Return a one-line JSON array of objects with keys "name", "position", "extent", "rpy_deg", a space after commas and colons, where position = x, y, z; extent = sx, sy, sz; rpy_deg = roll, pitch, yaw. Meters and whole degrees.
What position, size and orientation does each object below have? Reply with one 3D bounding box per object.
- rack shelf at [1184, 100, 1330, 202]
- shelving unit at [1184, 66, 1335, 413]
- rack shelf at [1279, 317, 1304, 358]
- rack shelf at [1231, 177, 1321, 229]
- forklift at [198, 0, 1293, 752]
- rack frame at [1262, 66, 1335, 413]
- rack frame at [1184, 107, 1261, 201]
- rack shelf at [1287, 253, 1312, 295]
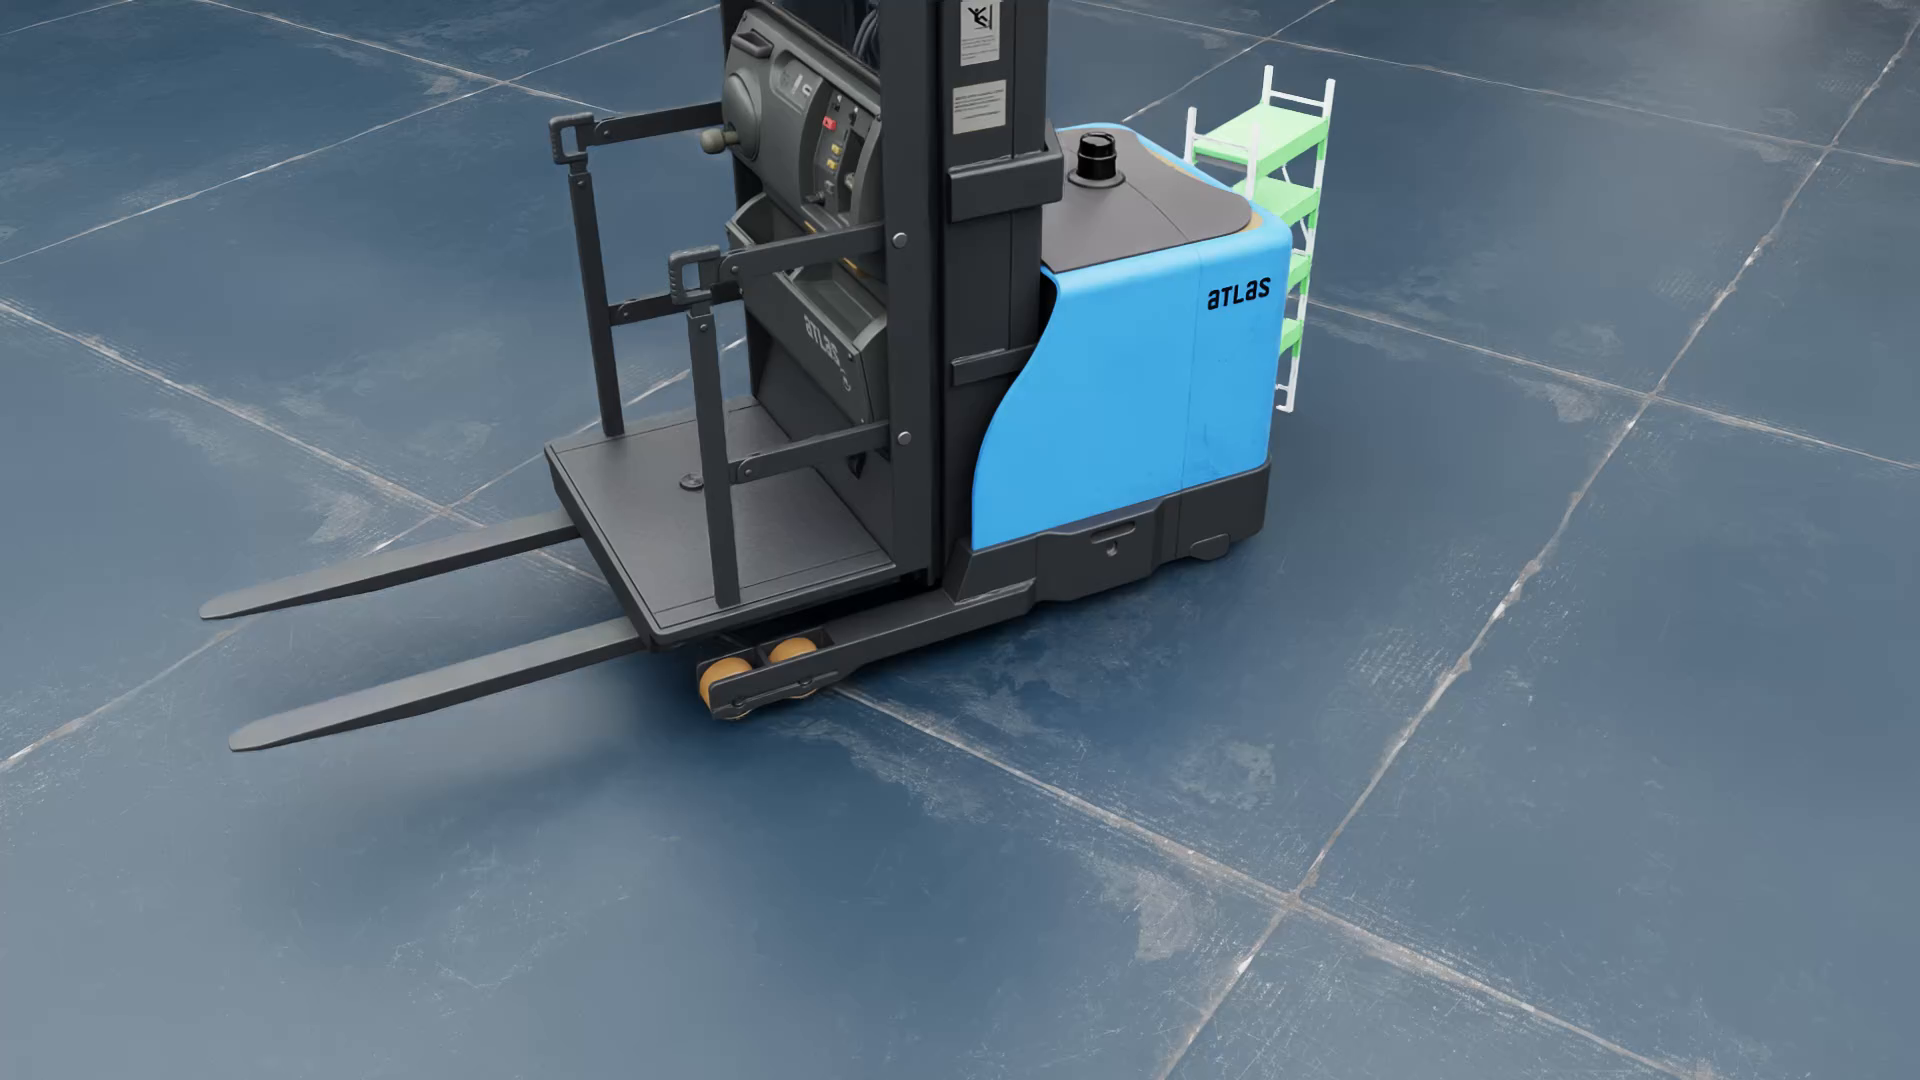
[{"name": "rack shelf", "position": [0.939, -1.229, 5.254], "extent": [0.258, 0.148, 0.480], "rpy_deg": [23, 40, 30]}, {"name": "shelving unit", "position": [0.939, -0.884, 5.487], "extent": [0.258, 1.200, 0.503], "rpy_deg": [23, 40, 30]}, {"name": "rack shelf", "position": [0.939, -0.633, 5.657], "extent": [0.258, 0.148, 0.480], "rpy_deg": [23, 40, 30]}, {"name": "rack shelf", "position": [0.939, -1.030, 5.388], "extent": [0.258, 0.148, 0.480], "rpy_deg": [23, 40, 30]}, {"name": "forklift", "position": [-0.598, -1.065, 4.208], "extent": [3.031, 2.935, 1.130], "rpy_deg": [-16, 37, -22]}, {"name": "rack frame", "position": [1.086, -0.994, 5.648], "extent": [0.240, 1.200, 0.015], "rpy_deg": [23, 40, 30]}, {"name": "rack frame", "position": [0.793, -0.775, 5.325], "extent": [0.240, 1.200, 0.015], "rpy_deg": [23, 40, 30]}, {"name": "rack shelf", "position": [0.939, -0.831, 5.523], "extent": [0.258, 0.148, 0.480], "rpy_deg": [23, 40, 30]}]
